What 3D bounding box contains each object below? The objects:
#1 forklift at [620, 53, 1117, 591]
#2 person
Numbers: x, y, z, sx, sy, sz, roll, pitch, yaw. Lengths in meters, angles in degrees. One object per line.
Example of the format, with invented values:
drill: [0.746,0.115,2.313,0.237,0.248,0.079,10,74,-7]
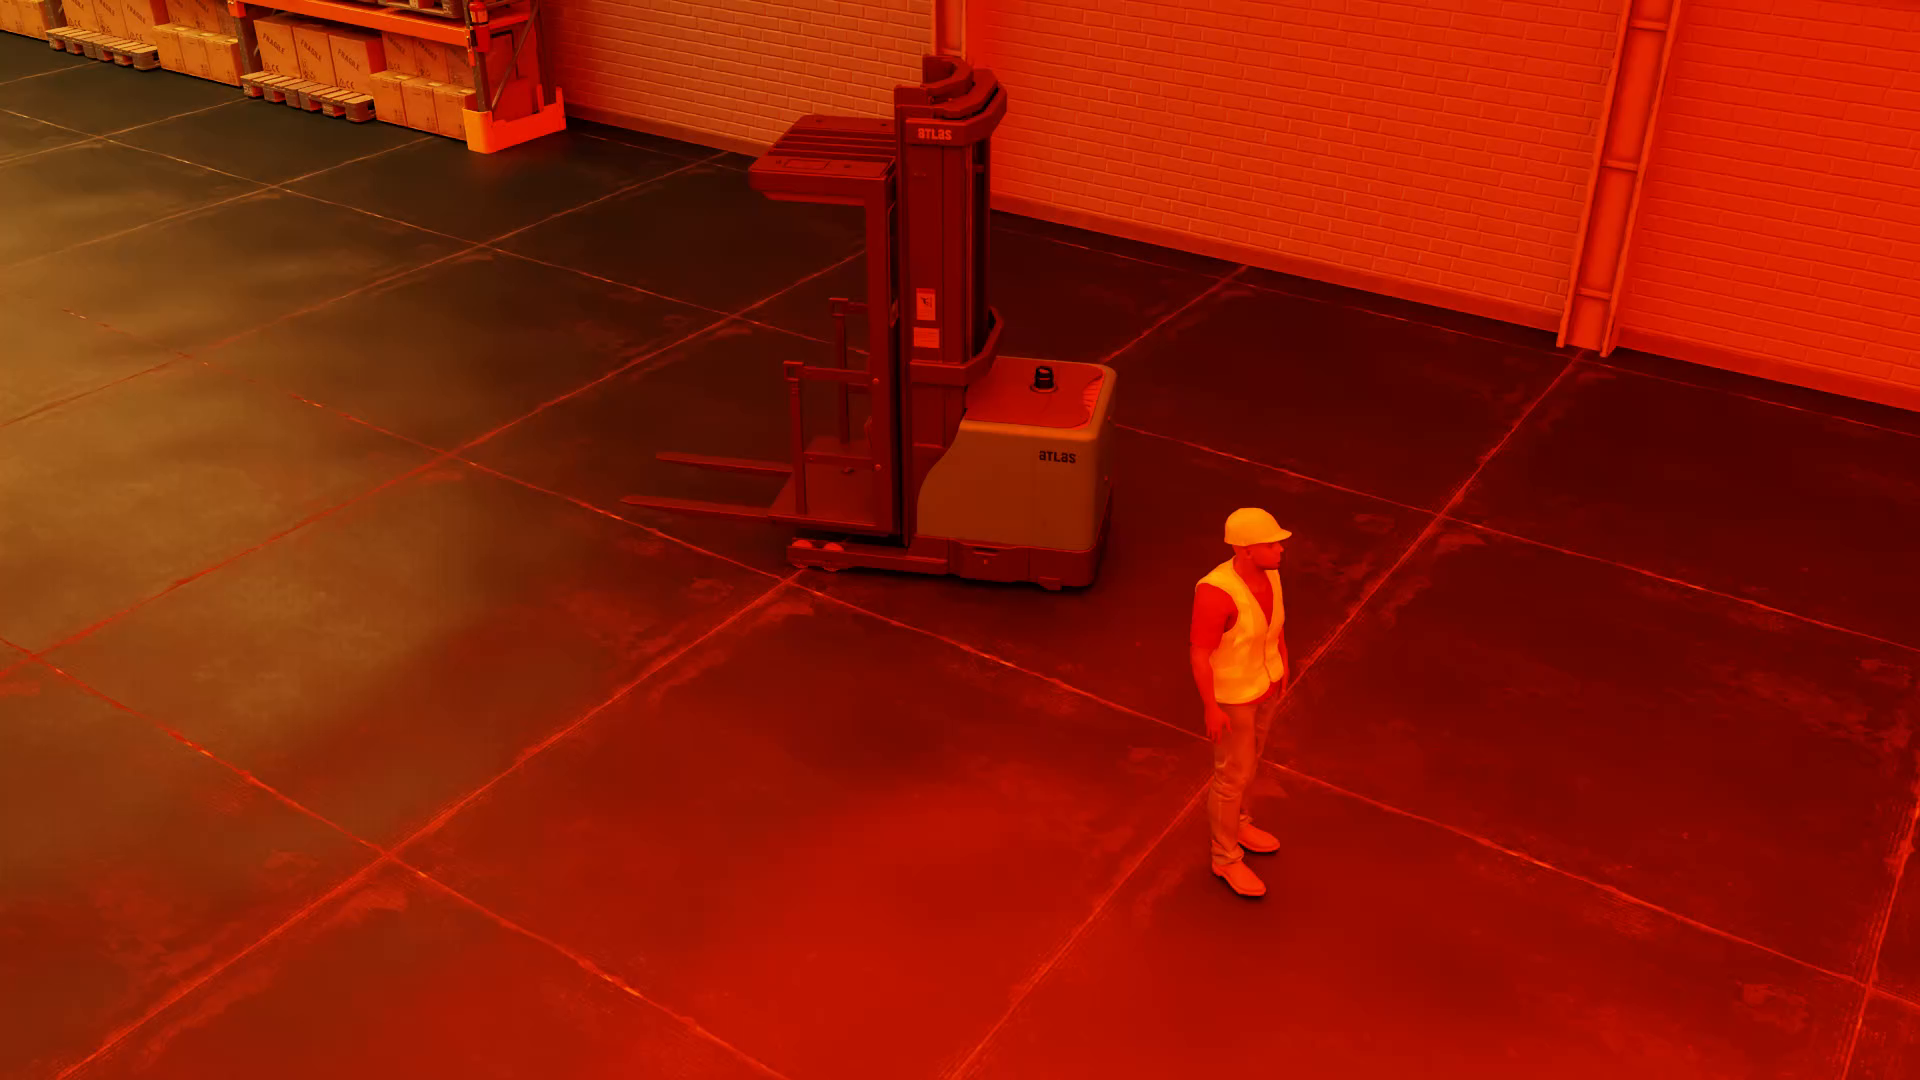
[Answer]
forklift: [-0.596,-1.330,9.871,3.031,2.935,1.130,6,31,10]
person: [1.345,0.691,7.537,0.575,1.767,0.666,23,37,34]
